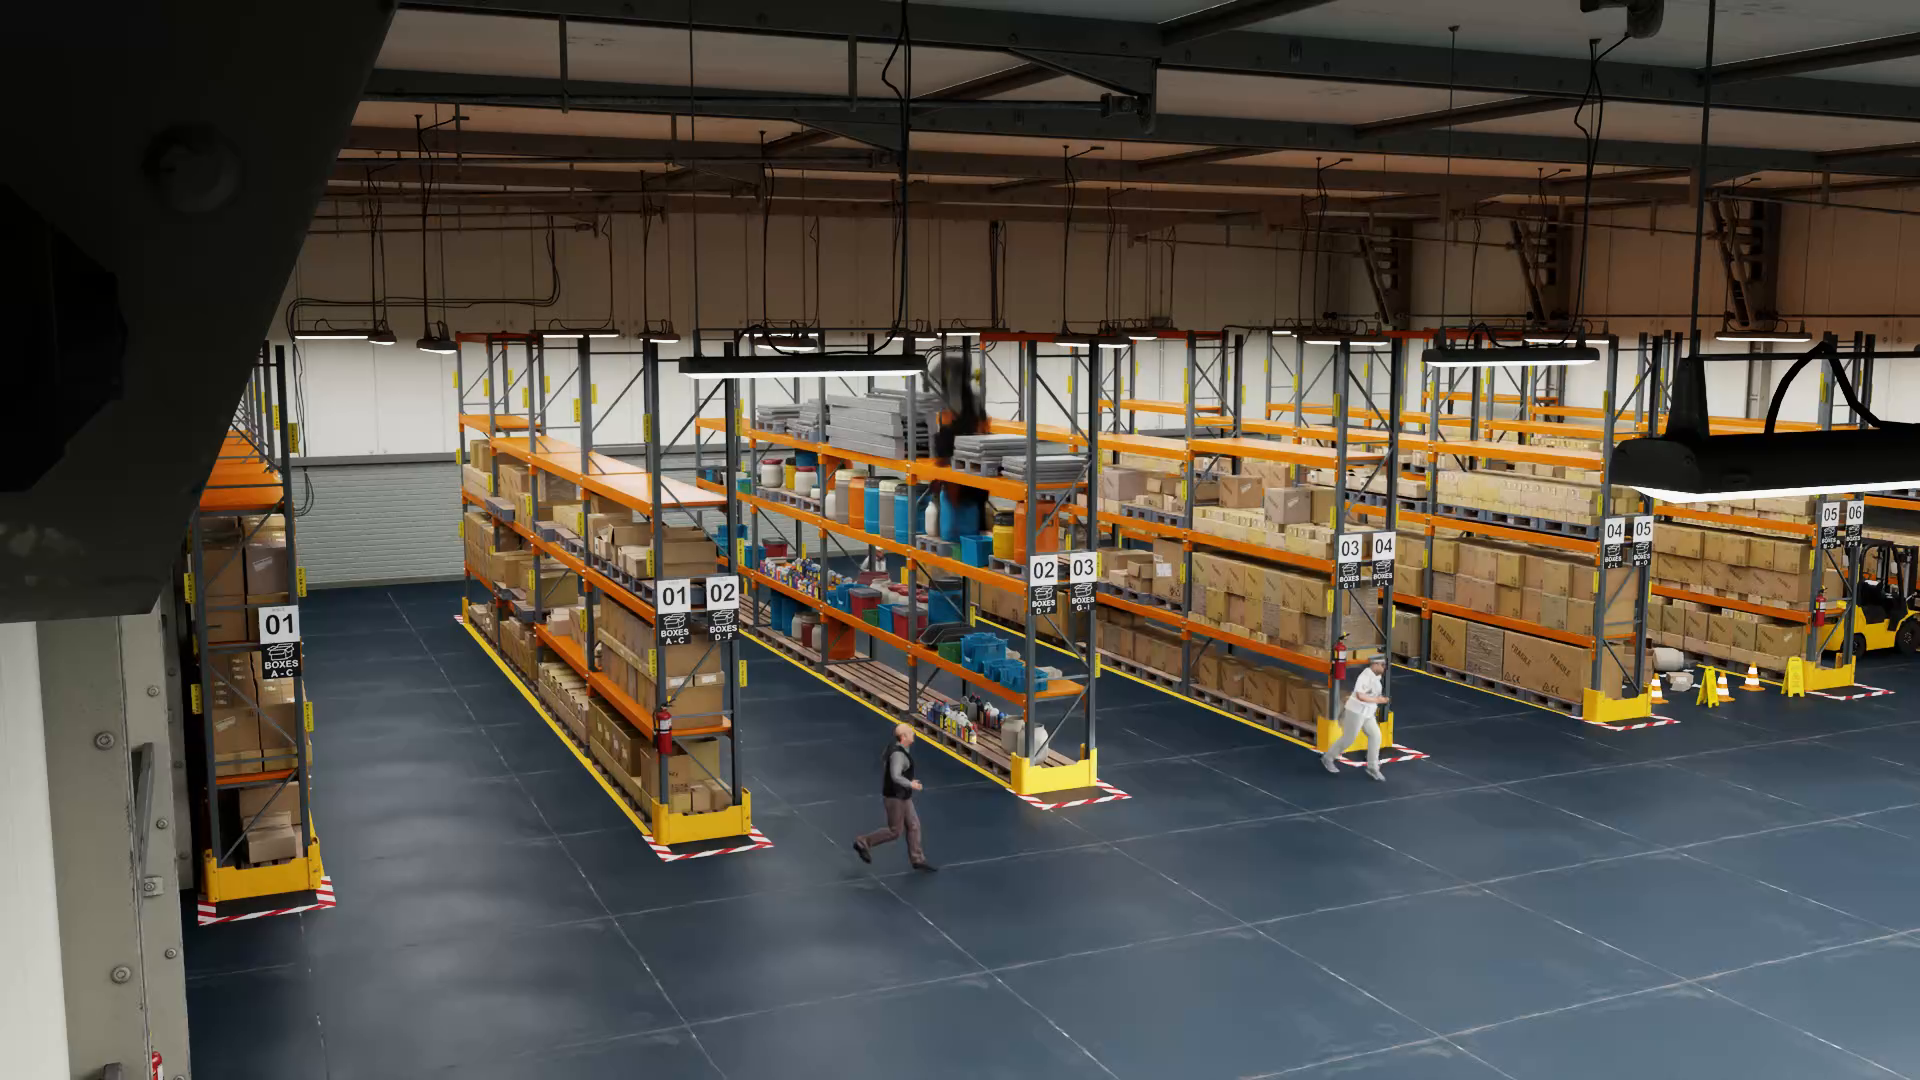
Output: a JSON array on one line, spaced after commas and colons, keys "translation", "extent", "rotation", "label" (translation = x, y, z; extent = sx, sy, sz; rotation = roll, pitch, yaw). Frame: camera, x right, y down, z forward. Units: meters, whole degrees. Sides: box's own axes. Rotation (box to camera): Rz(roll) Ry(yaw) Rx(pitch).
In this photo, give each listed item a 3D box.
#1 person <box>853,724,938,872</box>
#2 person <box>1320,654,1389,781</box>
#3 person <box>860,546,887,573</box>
[{"translation": [-0.739, 2.945, 18.962], "extent": [0.974, 1.715, 0.681], "rotation": [0, 8, -3], "label": "person"}, {"translation": [5.495, 2.417, 22.963], "extent": [0.910, 1.782, 0.723], "rotation": [5, 9, 34], "label": "person"}, {"translation": [-1.782, 0.923, 33.972], "extent": [0.666, 1.760, 0.877], "rotation": [-5, 9, -33], "label": "person"}]
